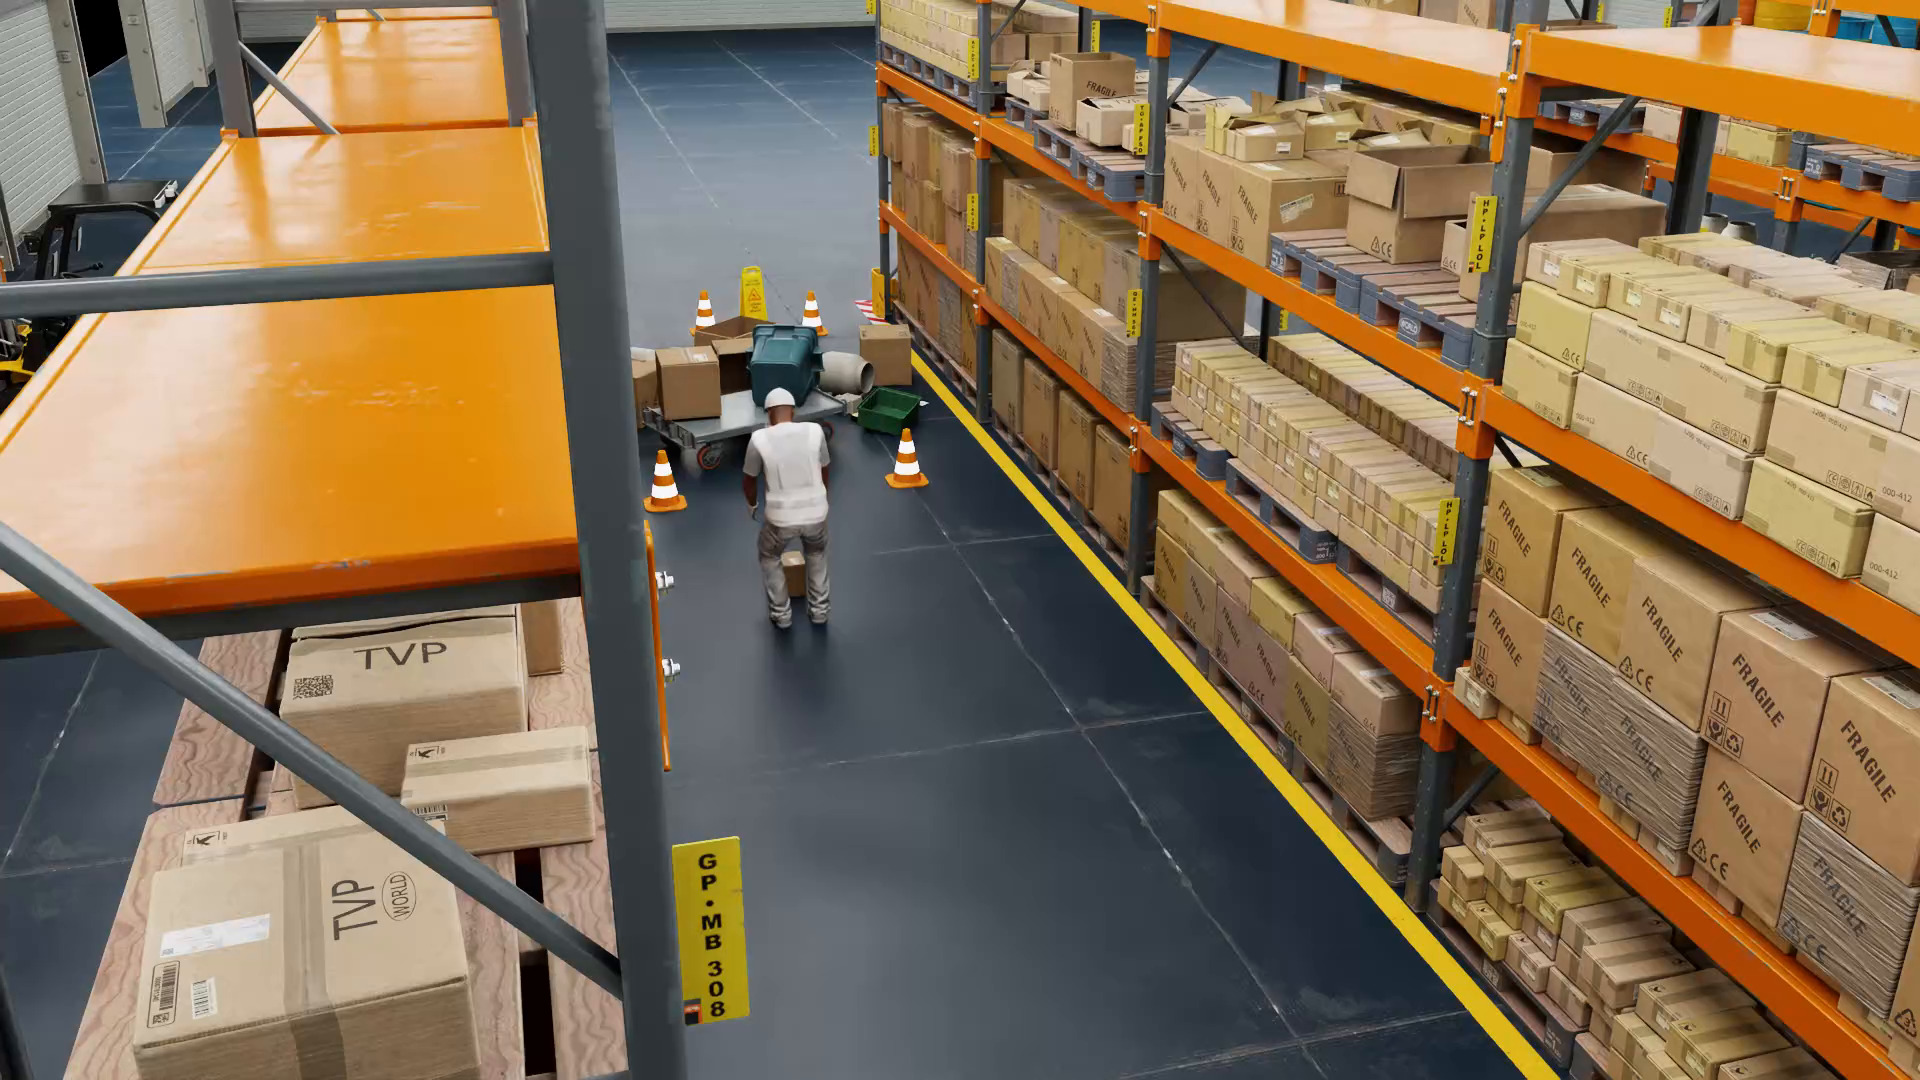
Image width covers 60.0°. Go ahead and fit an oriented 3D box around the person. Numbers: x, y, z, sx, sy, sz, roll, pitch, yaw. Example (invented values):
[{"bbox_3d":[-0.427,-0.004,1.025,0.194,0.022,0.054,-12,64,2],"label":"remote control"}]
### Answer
[{"bbox_3d":[-1.170,-0.205,11.342,0.598,1.624,0.606,-6,23,-14],"label":"person"}]
